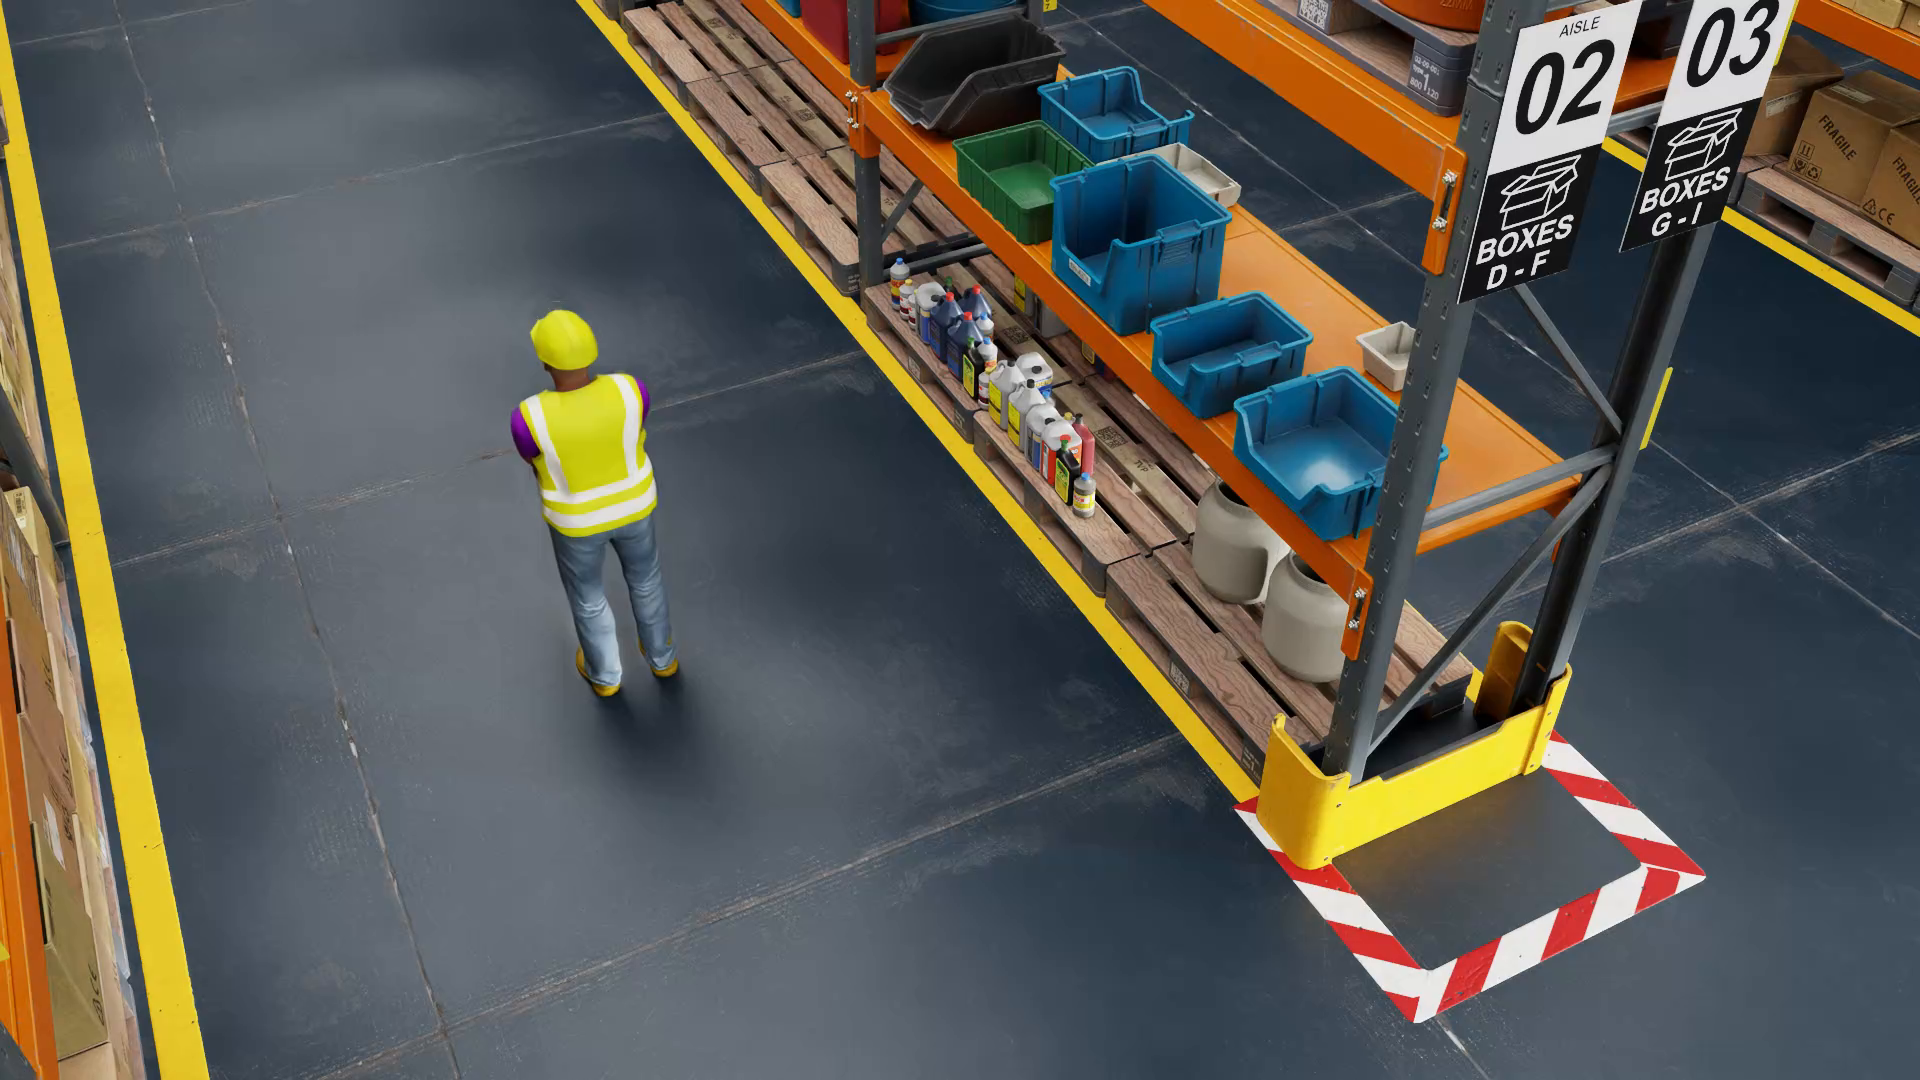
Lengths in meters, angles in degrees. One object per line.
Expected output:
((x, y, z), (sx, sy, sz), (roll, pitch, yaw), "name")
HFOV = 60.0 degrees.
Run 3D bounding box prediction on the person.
((-1.418, -0.185, 6.354), (0.505, 1.762, 0.569), (-18, 44, -20), "person")
